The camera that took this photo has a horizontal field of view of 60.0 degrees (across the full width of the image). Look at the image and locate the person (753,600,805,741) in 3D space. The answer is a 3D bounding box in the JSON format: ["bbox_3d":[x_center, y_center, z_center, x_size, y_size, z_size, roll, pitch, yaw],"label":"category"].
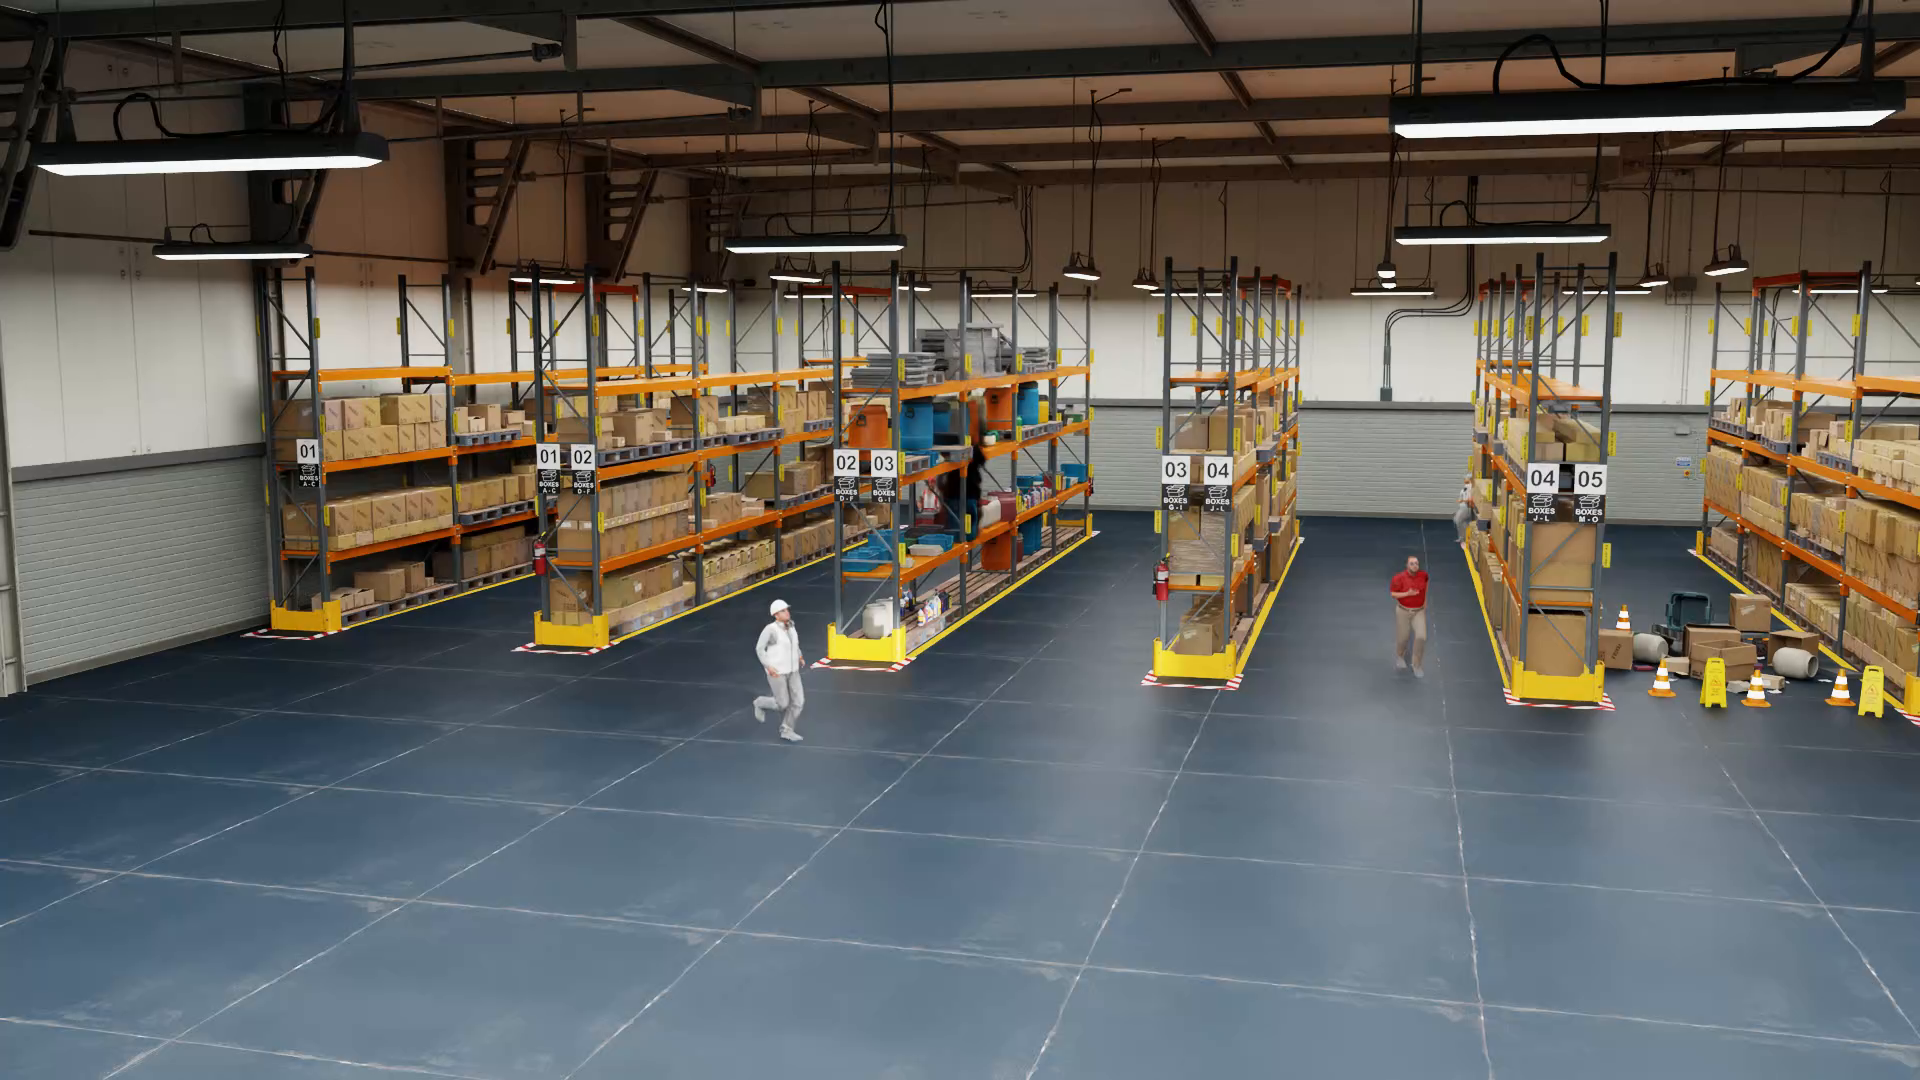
[{"bbox_3d":[-2.208,1.585,20.371,0.643,1.728,0.678,6,9,40],"label":"person"}]

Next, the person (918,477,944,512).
[{"bbox_3d":[-0.633,-0.515,36.690,0.651,1.747,0.692,2,7,12],"label":"person"}]

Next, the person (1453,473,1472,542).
[{"bbox_3d":[11.916,-0.753,39.201,0.493,1.638,0.578,1,7,5],"label":"person"}]

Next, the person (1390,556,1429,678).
[{"bbox_3d":[6.526,1.114,24.146,0.629,1.809,0.853,0,7,1],"label":"person"}]
